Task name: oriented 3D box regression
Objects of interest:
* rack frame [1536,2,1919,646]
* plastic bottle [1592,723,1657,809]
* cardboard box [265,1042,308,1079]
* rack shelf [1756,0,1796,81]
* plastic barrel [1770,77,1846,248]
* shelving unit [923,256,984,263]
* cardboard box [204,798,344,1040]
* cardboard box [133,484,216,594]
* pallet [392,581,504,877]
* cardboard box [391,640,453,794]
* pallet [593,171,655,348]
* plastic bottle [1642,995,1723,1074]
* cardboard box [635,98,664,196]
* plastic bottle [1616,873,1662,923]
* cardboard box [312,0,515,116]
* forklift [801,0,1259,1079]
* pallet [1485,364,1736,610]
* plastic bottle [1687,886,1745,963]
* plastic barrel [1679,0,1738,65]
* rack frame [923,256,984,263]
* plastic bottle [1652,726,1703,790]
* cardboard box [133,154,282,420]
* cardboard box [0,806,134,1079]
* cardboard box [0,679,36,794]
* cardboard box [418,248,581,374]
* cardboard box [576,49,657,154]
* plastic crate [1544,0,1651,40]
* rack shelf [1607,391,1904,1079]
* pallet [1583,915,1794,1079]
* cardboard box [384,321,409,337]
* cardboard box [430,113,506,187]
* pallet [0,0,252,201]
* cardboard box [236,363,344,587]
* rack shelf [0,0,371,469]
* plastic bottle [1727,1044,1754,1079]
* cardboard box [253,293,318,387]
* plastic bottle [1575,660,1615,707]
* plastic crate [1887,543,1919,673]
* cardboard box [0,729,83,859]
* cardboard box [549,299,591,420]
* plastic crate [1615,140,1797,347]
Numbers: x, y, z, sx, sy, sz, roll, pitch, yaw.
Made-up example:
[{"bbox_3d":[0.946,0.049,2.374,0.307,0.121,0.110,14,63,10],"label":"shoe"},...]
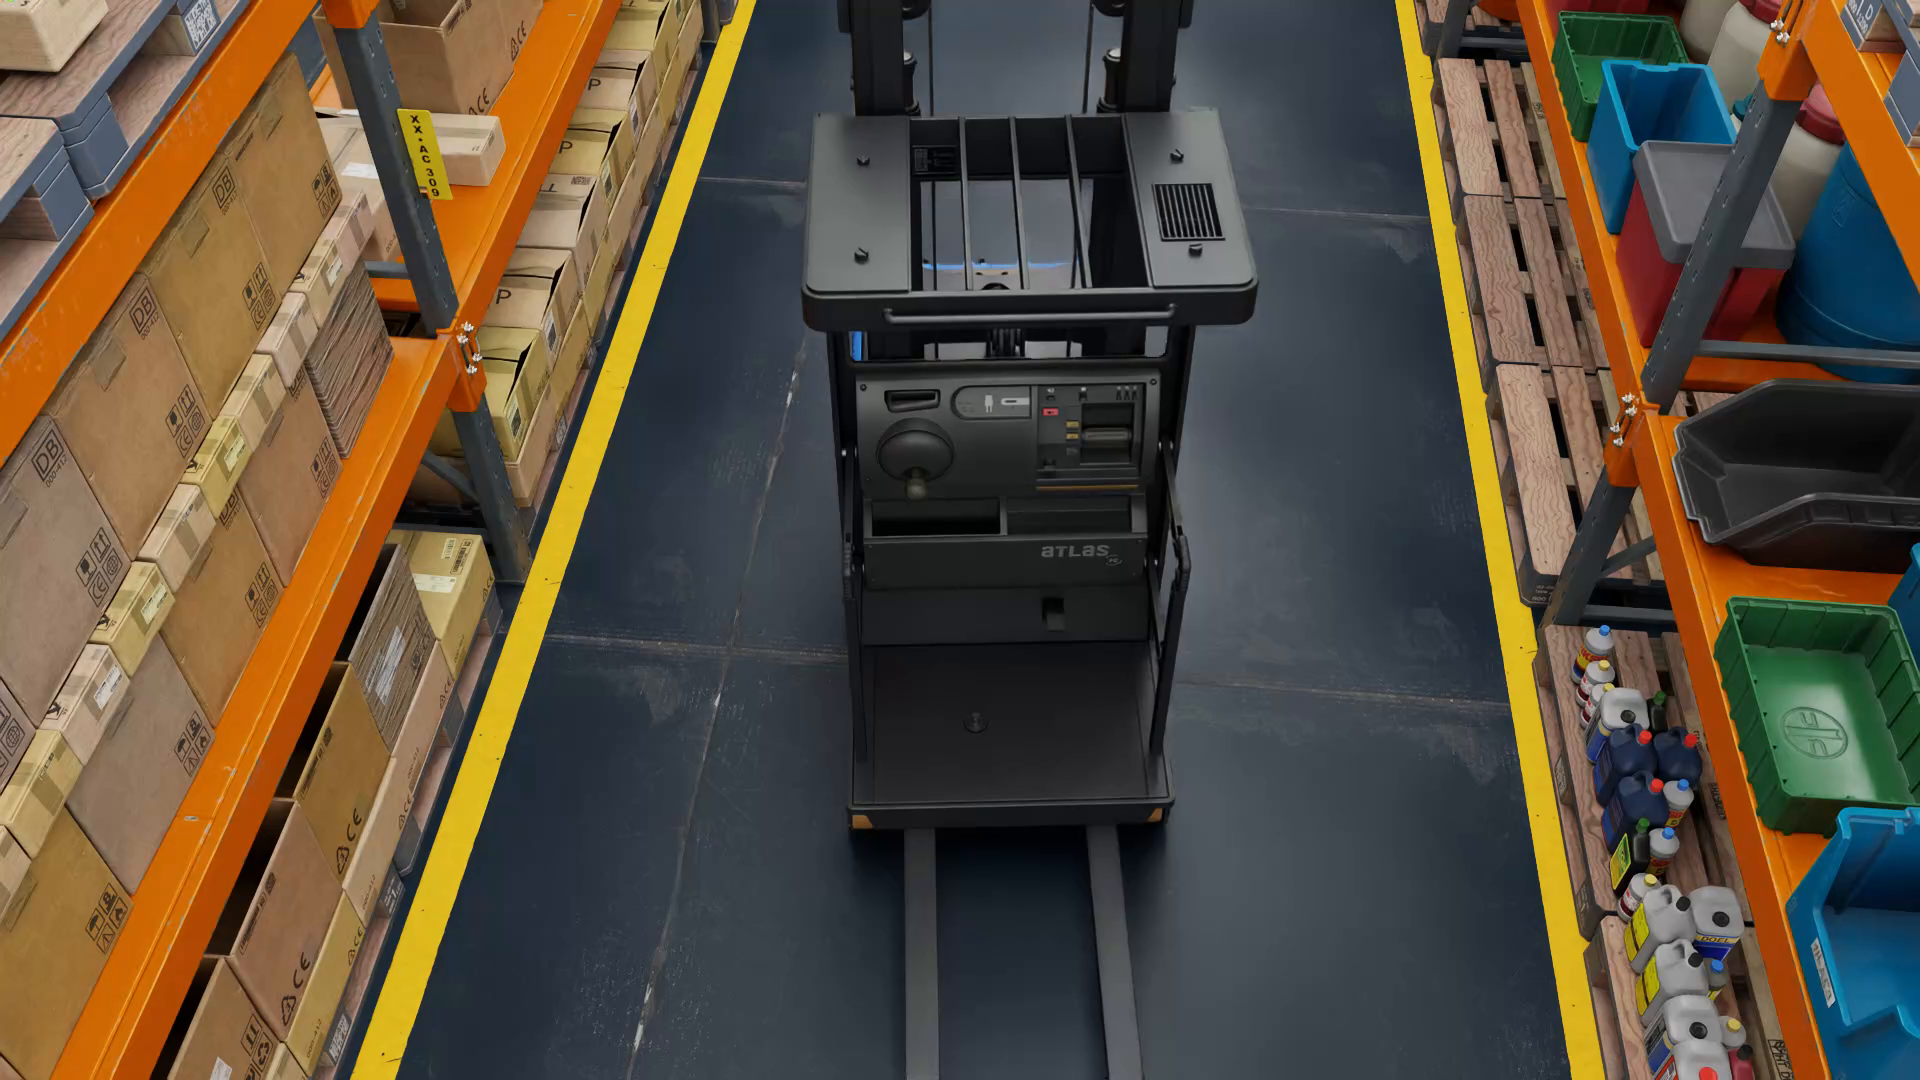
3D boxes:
[{"bbox_3d":[2.717,-0.577,5.245,1.000,3.000,0.127,4,48,4],"label":"rack frame"},{"bbox_3d":[2.231,0.734,5.543,0.144,0.351,0.185,5,48,5],"label":"plastic bottle"},{"bbox_3d":[-2.221,1.699,4.742,0.500,0.250,0.500,4,48,4],"label":"cardboard box"},{"bbox_3d":[2.900,-2.816,5.748,1.077,0.370,4.000,4,48,4],"label":"rack shelf"},{"bbox_3d":[3.023,-1.311,5.824,0.433,0.535,0.433,0,48,0],"label":"plastic barrel"},{"bbox_3d":[-0.021,-0.735,6.813,0.258,0.900,0.210,-1,48,-1],"label":"shelving unit"},{"bbox_3d":[-2.170,1.078,4.801,0.500,0.500,0.500,4,48,4],"label":"cardboard box"},{"bbox_3d":[-2.144,-0.018,4.227,0.380,0.149,0.250,5,48,5],"label":"cardboard box"},{"bbox_3d":[-2.329,0.610,6.049,1.003,0.211,1.213,4,48,4],"label":"pallet"},{"bbox_3d":[-2.095,0.596,5.751,0.500,0.250,0.500,4,48,4],"label":"cardboard box"},{"bbox_3d":[-2.078,-1.415,7.901,1.003,0.211,1.213,4,48,4],"label":"pallet"},{"bbox_3d":[2.147,1.469,4.922,0.152,0.276,0.135,3,48,2],"label":"plastic bottle"},{"bbox_3d":[-1.748,-1.915,8.047,0.500,0.250,0.500,5,48,4],"label":"cardboard box"},{"bbox_3d":[2.164,1.129,5.283,0.097,0.201,0.097,0,48,0],"label":"plastic bottle"},{"bbox_3d":[-2.081,-1.897,6.384,0.500,0.500,0.500,7,48,6],"label":"cardboard box"},{"bbox_3d":[0.156,-0.226,4.970,1.130,2.935,3.031,-1,48,-1],"label":"forklift"},{"bbox_3d":[2.750,-0.216,6.804,1.003,0.211,1.213,4,48,4],"label":"pallet"},{"bbox_3d":[2.325,1.202,5.166,0.152,0.276,0.135,4,48,4],"label":"plastic bottle"},{"bbox_3d":[3.129,-2.168,6.608,0.433,0.535,0.433,0,48,0],"label":"plastic barrel"},{"bbox_3d":[-0.024,-0.810,6.881,0.240,0.900,0.006,-1,48,-1],"label":"rack frame"},{"bbox_3d":[2.374,0.743,5.534,0.144,0.351,0.185,4,48,4],"label":"plastic bottle"},{"bbox_3d":[-2.294,-0.687,4.398,0.700,0.500,0.500,4,48,3],"label":"cardboard box"},{"bbox_3d":[-2.430,0.900,3.826,0.700,0.500,0.500,4,48,4],"label":"cardboard box"},{"bbox_3d":[-2.432,0.417,3.389,0.700,0.500,0.500,4,48,4],"label":"cardboard box"},{"bbox_3d":[-1.878,-0.970,6.803,0.500,0.311,0.500,3,48,3],"label":"cardboard box"},{"bbox_3d":[-1.743,-2.101,7.837,0.500,0.311,0.500,4,48,3],"label":"cardboard box"},{"bbox_3d":[2.630,-2.371,6.842,0.402,0.464,0.583,4,48,4],"label":"plastic crate"},{"bbox_3d":[2.535,1.135,4.166,1.077,0.370,4.000,4,48,4],"label":"rack shelf"},{"bbox_3d":[2.506,1.754,5.003,1.003,0.211,1.213,4,48,4],"label":"pallet"},{"bbox_3d":[-2.464,-0.633,6.495,0.500,0.311,0.500,4,48,4],"label":"cardboard box"},{"bbox_3d":[-1.931,-1.465,6.228,0.380,0.149,0.250,4,48,4],"label":"cardboard box"},{"bbox_3d":[-2.267,-1.267,3.903,1.003,0.211,1.213,4,48,4],"label":"pallet"},{"bbox_3d":[-2.291,-0.232,4.862,0.700,0.500,0.500,3,48,3],"label":"cardboard box"},{"bbox_3d":[-2.397,-0.213,3.367,1.077,0.370,4.000,4,48,4],"label":"rack shelf"},{"bbox_3d":[2.240,1.575,4.819,0.061,0.283,0.133,4,48,4],"label":"plastic bottle"},{"bbox_3d":[-2.072,-0.577,4.738,0.380,0.149,0.250,3,48,2],"label":"cardboard box"},{"bbox_3d":[2.243,0.498,5.860,0.097,0.201,0.097,0,48,0],"label":"plastic bottle"},{"bbox_3d":[2.887,0.305,4.539,0.499,0.251,0.616,4,48,4],"label":"plastic crate"},{"bbox_3d":[-2.214,0.553,3.704,0.380,0.149,0.250,3,48,3],"label":"cardboard box"},{"bbox_3d":[-1.883,-0.782,7.011,0.500,0.250,0.500,5,48,5],"label":"cardboard box"},{"bbox_3d":[2.457,-0.975,5.566,0.402,0.464,0.583,4,48,4],"label":"plastic crate"}]
